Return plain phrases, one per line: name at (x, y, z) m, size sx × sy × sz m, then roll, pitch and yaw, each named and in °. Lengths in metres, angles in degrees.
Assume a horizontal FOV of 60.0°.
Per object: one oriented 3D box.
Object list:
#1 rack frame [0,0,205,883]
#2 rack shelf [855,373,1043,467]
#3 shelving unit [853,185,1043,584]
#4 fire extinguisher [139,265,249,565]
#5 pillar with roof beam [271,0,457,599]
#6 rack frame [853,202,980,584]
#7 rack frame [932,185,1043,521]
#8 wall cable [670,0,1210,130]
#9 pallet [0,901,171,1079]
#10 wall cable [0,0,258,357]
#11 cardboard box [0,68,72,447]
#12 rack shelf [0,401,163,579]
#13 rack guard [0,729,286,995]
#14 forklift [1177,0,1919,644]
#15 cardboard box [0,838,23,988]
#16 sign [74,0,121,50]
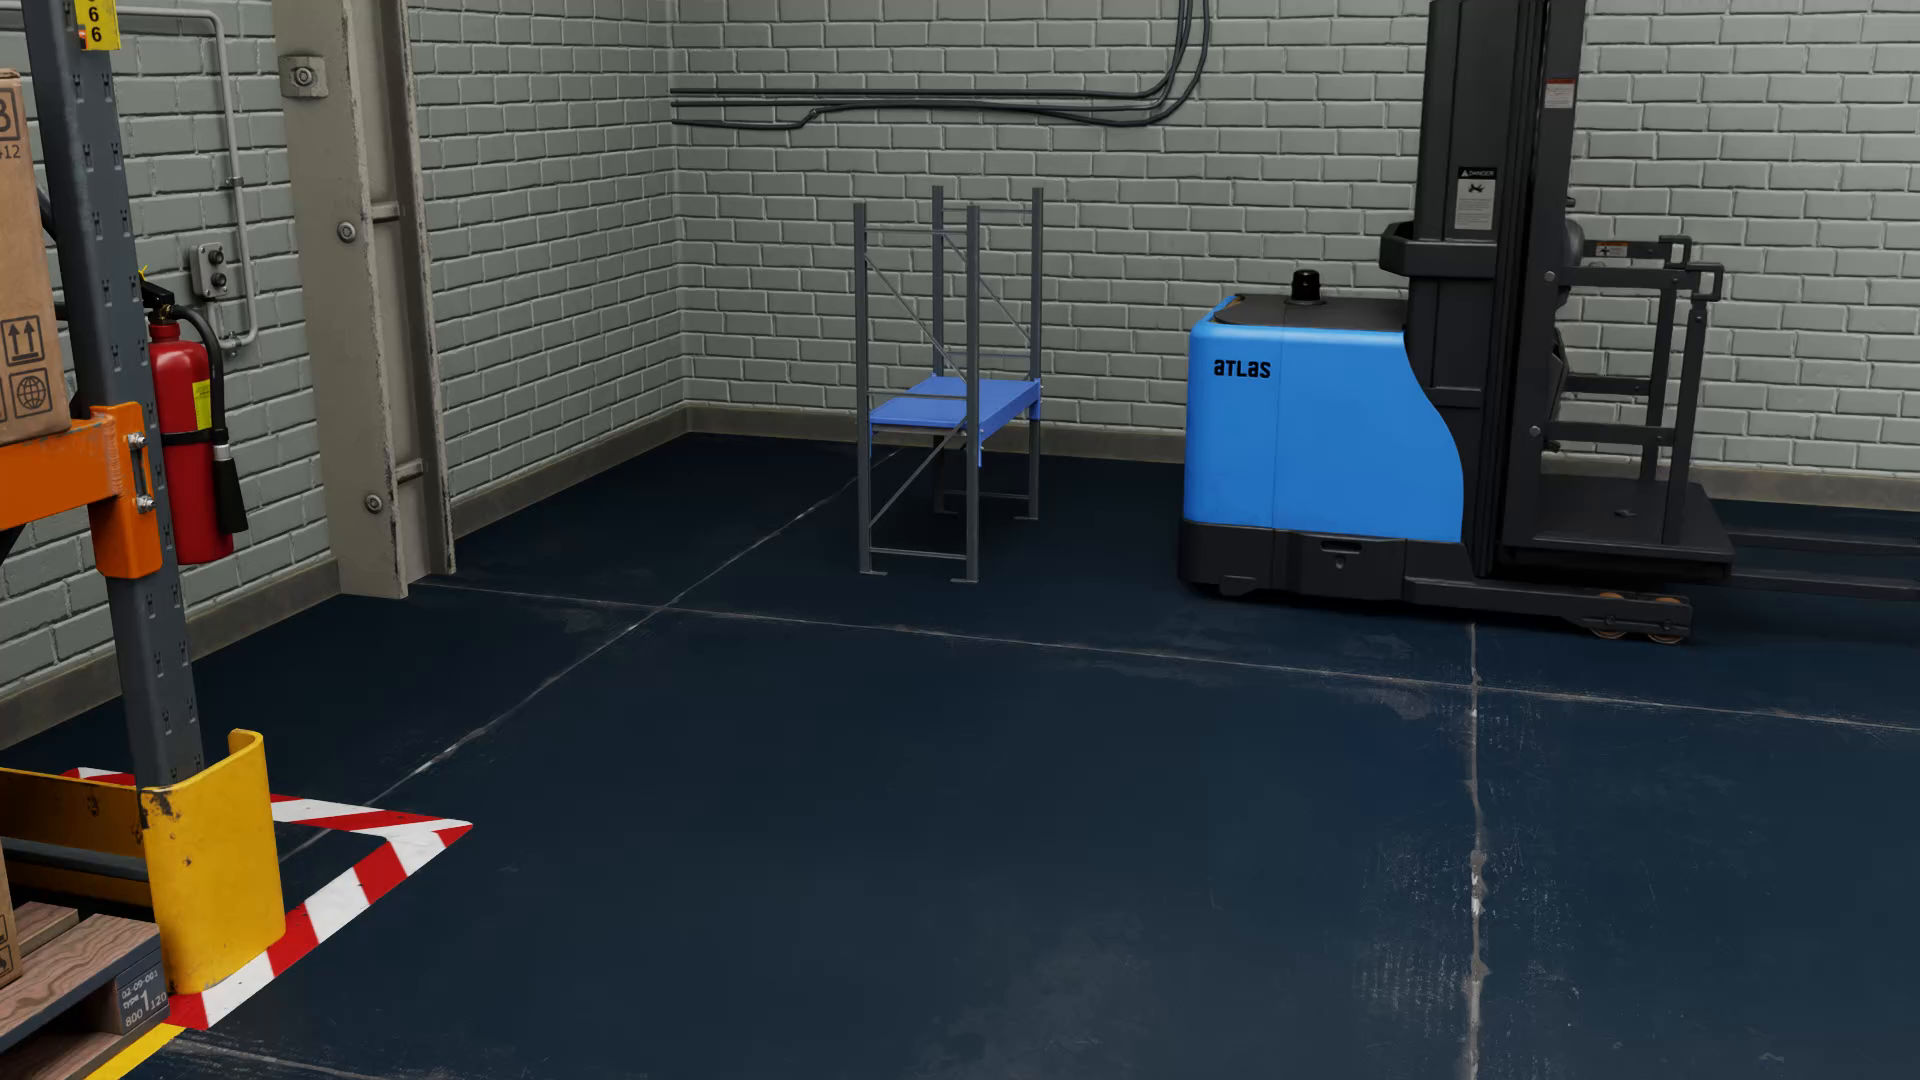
rack frame at (-2.221, -0.502, 3.601) m, size 1.000 × 3.000 × 0.127 m, roll 5°, pitch 16°, yaw 16°
rack shelf at (-0.024, -0.526, 7.095) m, size 0.538 × 0.185 × 1.000 m, roll 5°, pitch 16°, yaw 16°
shelving unit at (-0.024, -0.699, 7.046) m, size 0.538 × 1.500 × 1.048 m, roll 5°, pitch 16°, yaw 16°
fire extinguisher at (-1.735, -0.289, 3.675) m, size 0.296 × 0.674 × 0.183 m, roll 5°, pitch 16°, yaw 16°
pillar with roof beam at (1.845, -3.827, 4.332) m, size 9.100 × 9.000 × 0.400 m, roll 5°, pitch 16°, yaw 16°
rack frame at (-0.169, -0.566, 6.577) m, size 0.500 × 1.500 × 0.032 m, roll 5°, pitch 16°, yaw 16°
rack frame at (0.120, -0.832, 7.515) m, size 0.500 × 1.500 × 0.032 m, roll 5°, pitch 16°, yaw 16°
wall cable at (-0.271, -3.346, 8.325) m, size 3.097 × 2.526 × 0.112 m, roll 5°, pitch 16°, yaw 16°
pallet at (-2.373, 1.055, 3.223) m, size 1.003 × 0.211 × 1.213 m, roll 5°, pitch 16°, yaw 16°
wall cable at (-2.764, -1.399, 4.902) m, size 0.084 × 1.984 × 1.851 m, roll 5°, pitch 16°, yaw 16°
cardboard box at (-2.356, -0.512, 3.087) m, size 0.980 × 0.700 × 0.700 m, roll 5°, pitch 17°, yaw 18°
rack shelf at (-2.789, 0.368, 1.854) m, size 1.077 × 0.370 × 4.000 m, roll 5°, pitch 16°, yaw 16°
rack guard at (-2.214, 0.695, 3.964) m, size 1.175 × 0.500 × 0.348 m, roll 5°, pitch 16°, yaw 16°
forklift at (2.434, -1.197, 6.177) m, size 3.031 × 2.935 × 1.130 m, roll 5°, pitch 17°, yaw 16°
cardboard box at (-2.324, 0.690, 3.212) m, size 0.700 × 0.500 × 0.500 m, roll 5°, pitch 16°, yaw 16°
sign at (-1.704, -1.127, 3.249) m, size 0.100 × 0.325 × 0.005 m, roll 5°, pitch 16°, yaw 16°
